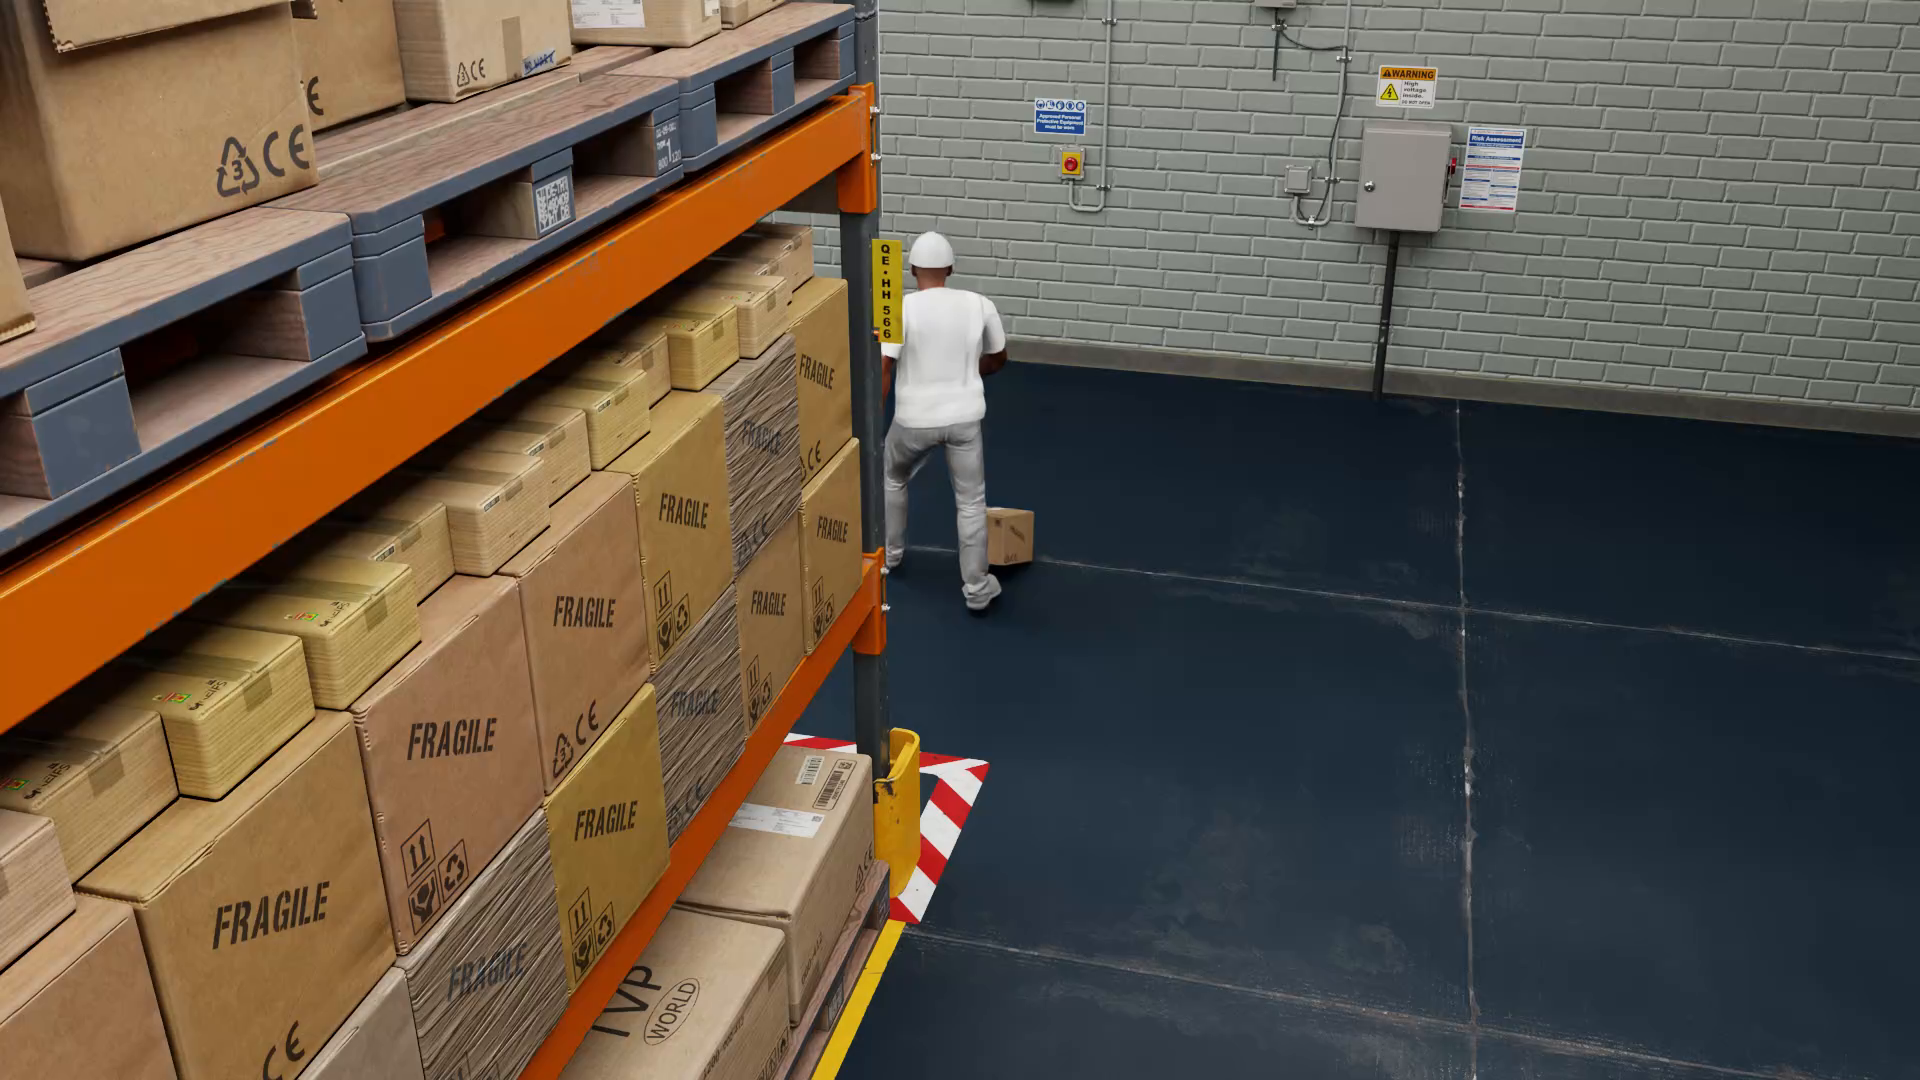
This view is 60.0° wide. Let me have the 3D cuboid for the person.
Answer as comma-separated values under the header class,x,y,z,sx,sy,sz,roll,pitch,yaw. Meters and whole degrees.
class,x,y,z,sx,sy,sz,roll,pitch,yaw
person,-0.108,-0.582,7.849,0.705,1.692,0.824,-4,25,-8
